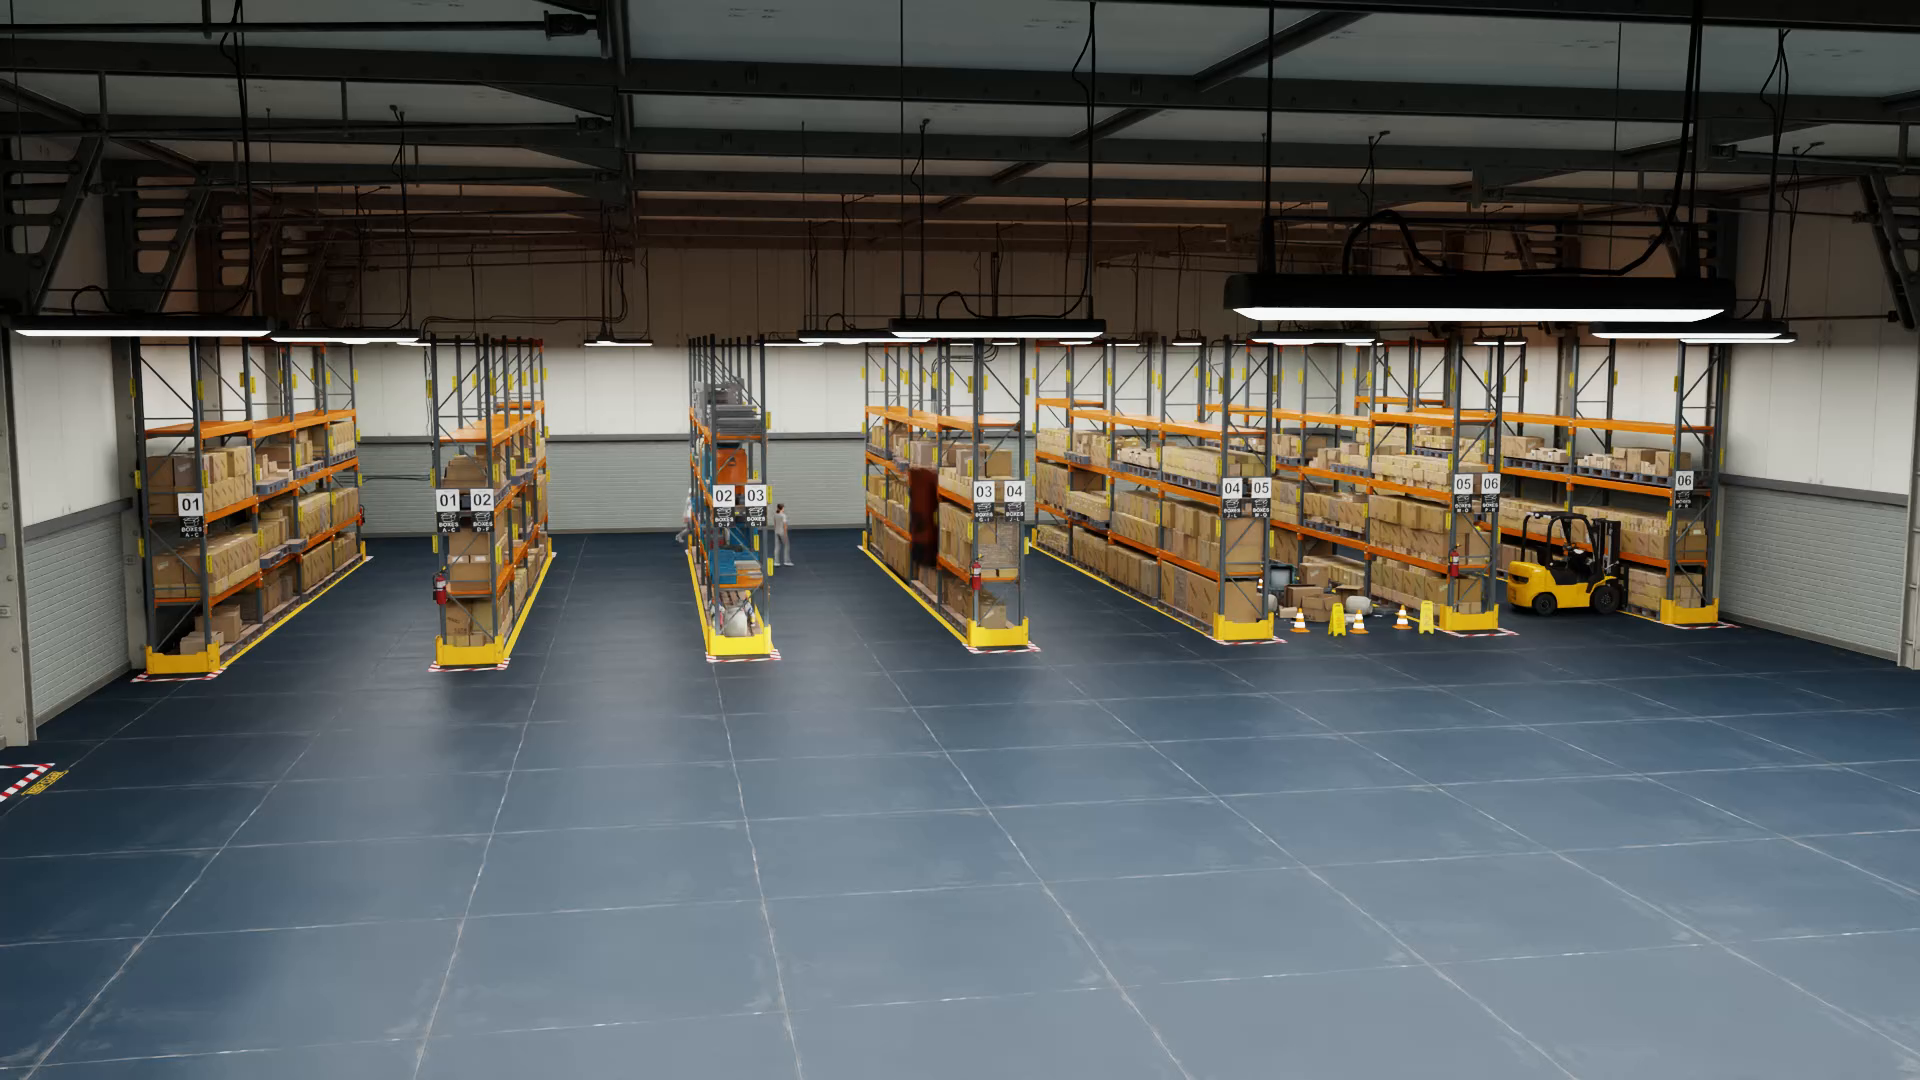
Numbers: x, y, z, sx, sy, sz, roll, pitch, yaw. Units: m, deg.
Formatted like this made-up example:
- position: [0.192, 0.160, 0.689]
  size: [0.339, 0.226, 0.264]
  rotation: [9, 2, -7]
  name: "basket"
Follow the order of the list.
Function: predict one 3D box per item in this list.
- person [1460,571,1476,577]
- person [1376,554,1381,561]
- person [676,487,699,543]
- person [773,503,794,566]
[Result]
- position: [11.824, 0.491, 38.537]
  size: [0.642, 1.660, 0.762]
  rotation: [-3, 7, -22]
  name: "person"
- position: [10.620, 0.115, 41.555]
  size: [0.579, 1.723, 0.565]
  rotation: [-1, 7, -11]
  name: "person"
- position: [-7.849, -0.685, 48.494]
  size: [1.061, 1.726, 0.526]
  rotation: [2, 7, 16]
  name: "person"
- position: [-4.710, -0.140, 43.995]
  size: [0.476, 1.682, 0.636]
  rotation: [4, 8, 34]
  name: "person"
